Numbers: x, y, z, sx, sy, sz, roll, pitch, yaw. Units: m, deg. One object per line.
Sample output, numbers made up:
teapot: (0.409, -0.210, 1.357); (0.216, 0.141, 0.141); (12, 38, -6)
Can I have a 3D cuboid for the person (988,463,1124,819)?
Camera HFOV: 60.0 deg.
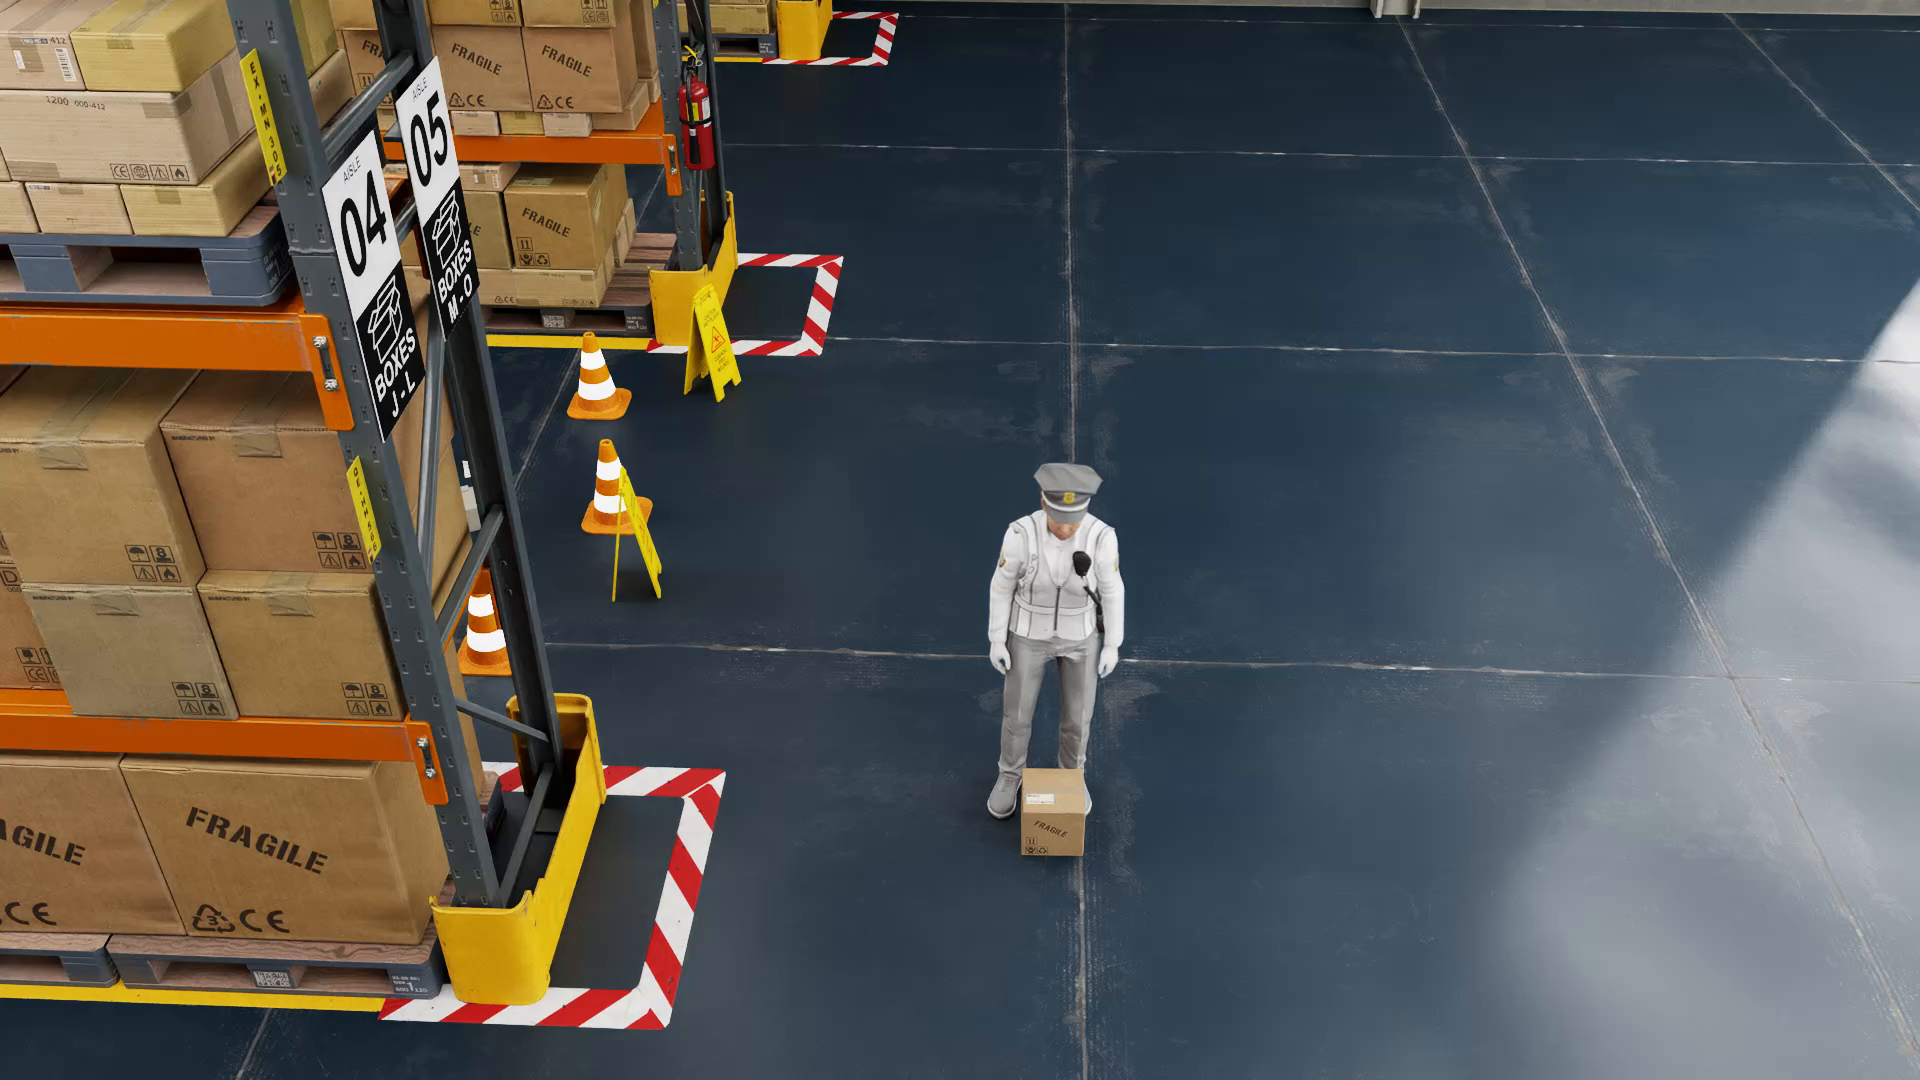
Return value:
person: (0.376, 0.398, 6.561); (0.528, 1.664, 0.372); (2, 36, 2)
